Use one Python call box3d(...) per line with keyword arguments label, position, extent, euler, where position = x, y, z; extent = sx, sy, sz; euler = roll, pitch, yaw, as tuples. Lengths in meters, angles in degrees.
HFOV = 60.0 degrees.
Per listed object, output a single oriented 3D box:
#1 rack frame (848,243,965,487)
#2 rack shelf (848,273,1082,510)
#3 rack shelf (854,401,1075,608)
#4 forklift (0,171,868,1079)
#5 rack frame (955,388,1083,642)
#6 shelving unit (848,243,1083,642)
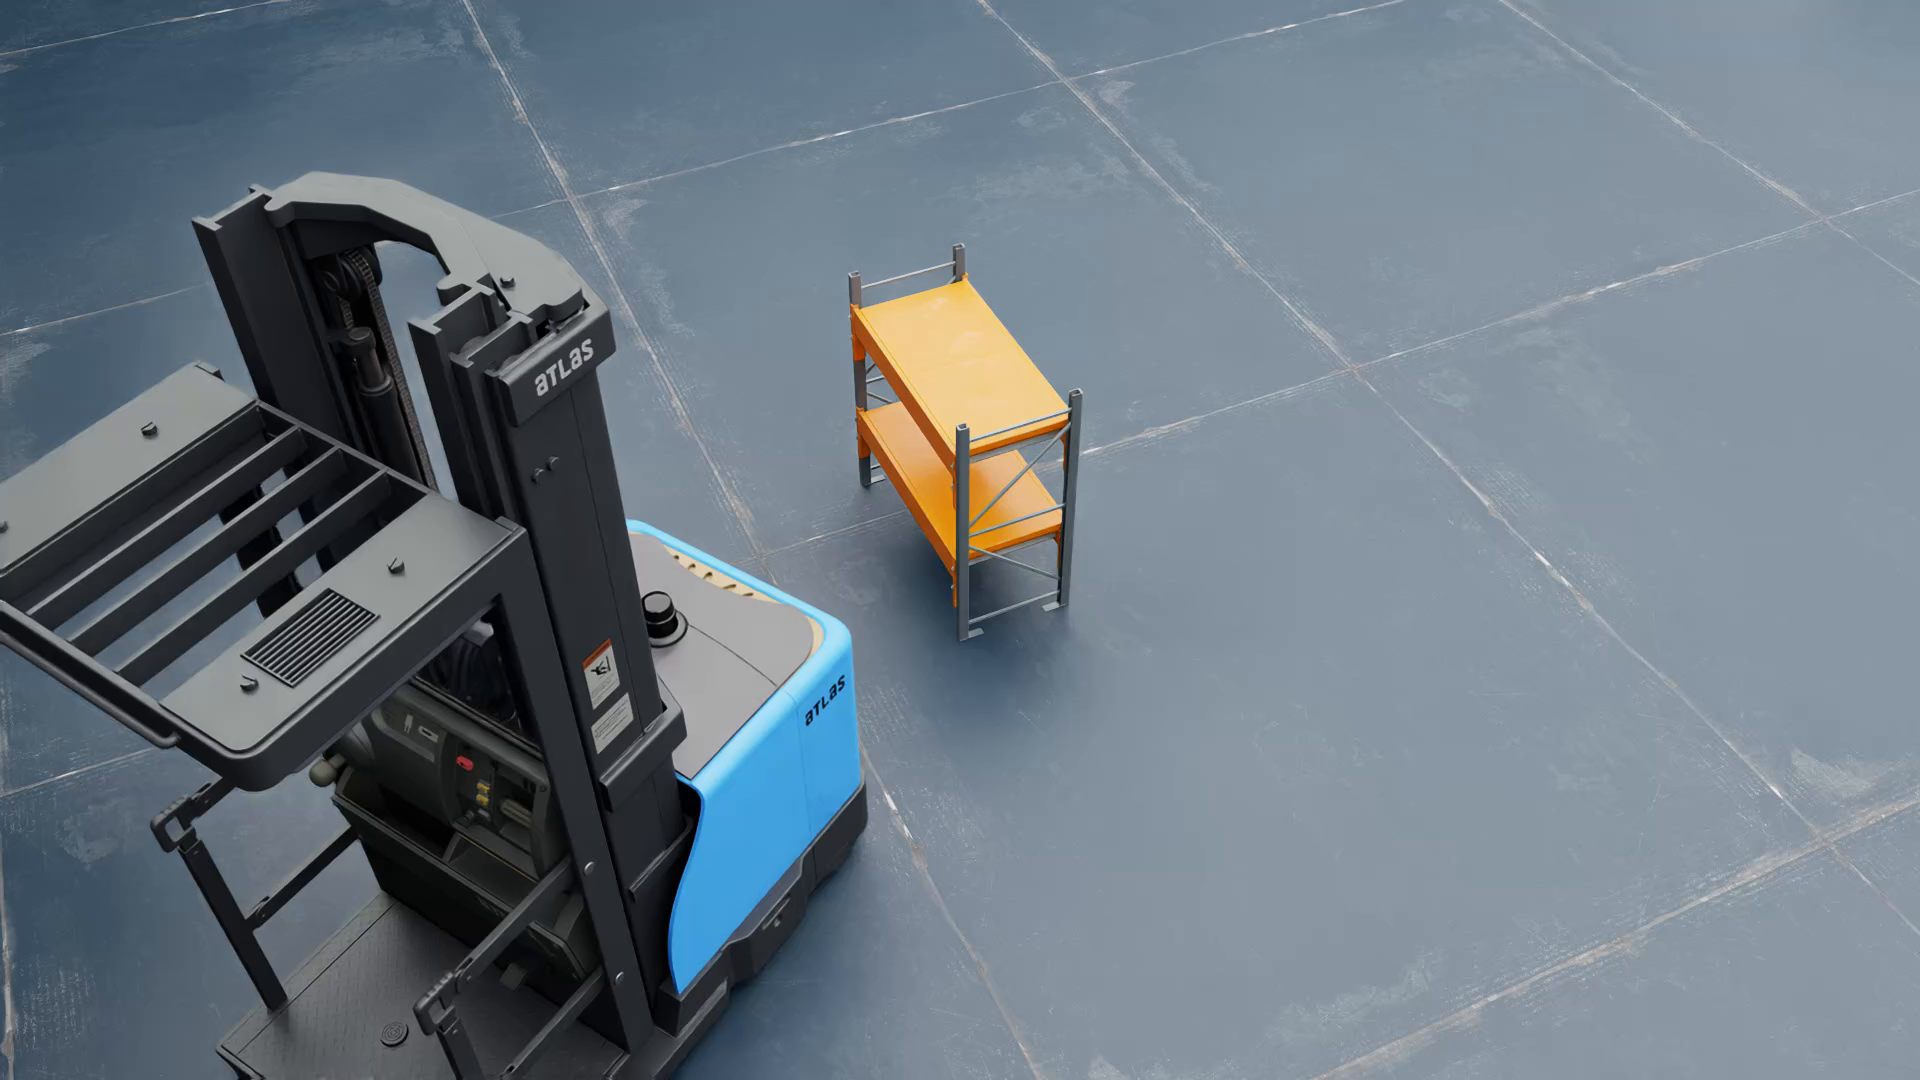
box3d(label="rack frame", position=(-0.211, -0.720, 7.048), extent=(0.500, 1.125, 0.032), euler=(-18, 47, -17))
box3d(label="rack shelf", position=(0.003, -0.604, 6.514), extent=(0.538, 0.278, 1.000), euler=(-18, 47, -17))
box3d(label="rack shelf", position=(0.003, -0.222, 6.891), extent=(0.538, 0.278, 1.000), euler=(-18, 47, -17))
box3d(label="forklift", position=(-1.559, 0.679, 4.344), extent=(1.130, 2.935, 3.031), euler=(25, 50, 23))
box3d(label="rack frame", position=(0.217, -0.072, 6.391), extent=(0.500, 1.125, 0.032), euler=(-18, 47, -17))
box3d(label="shelving unit", position=(0.003, -0.396, 6.719), extent=(0.538, 1.125, 1.048), euler=(-18, 47, -17))
